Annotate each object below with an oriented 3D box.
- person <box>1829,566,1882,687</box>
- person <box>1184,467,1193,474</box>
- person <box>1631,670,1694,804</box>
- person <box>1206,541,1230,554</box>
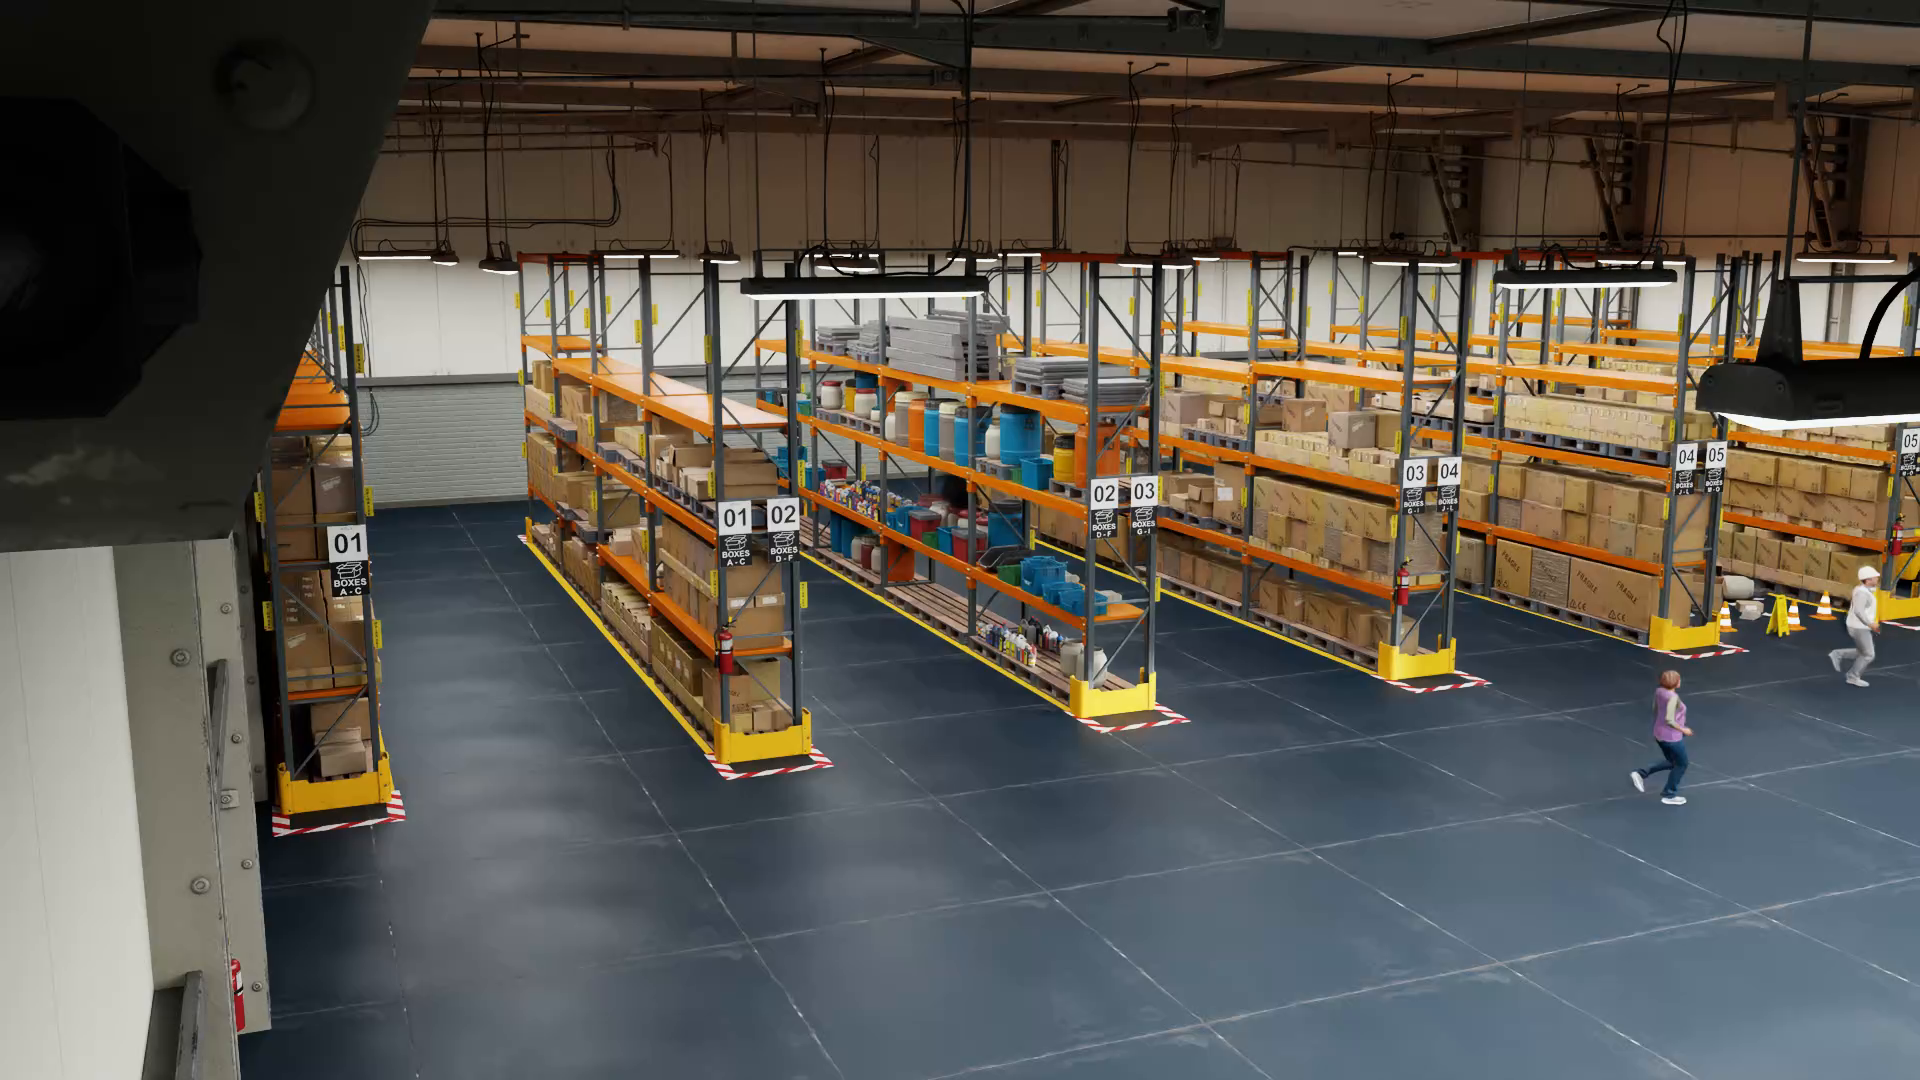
[{"bbox_3d":[12.760,1.217,23.667,0.620,1.724,0.644,5,12,26],"label":"person"},{"bbox_3d":[4.653,-0.661,33.961,0.575,1.636,0.941,-5,12,-26],"label":"person"},{"bbox_3d":[7.897,2.211,18.643,0.608,1.549,0.538,0,10,1],"label":"person"},{"bbox_3d":[5.156,-0.469,32.809,0.700,1.739,0.801,-7,13,-34],"label":"person"}]
